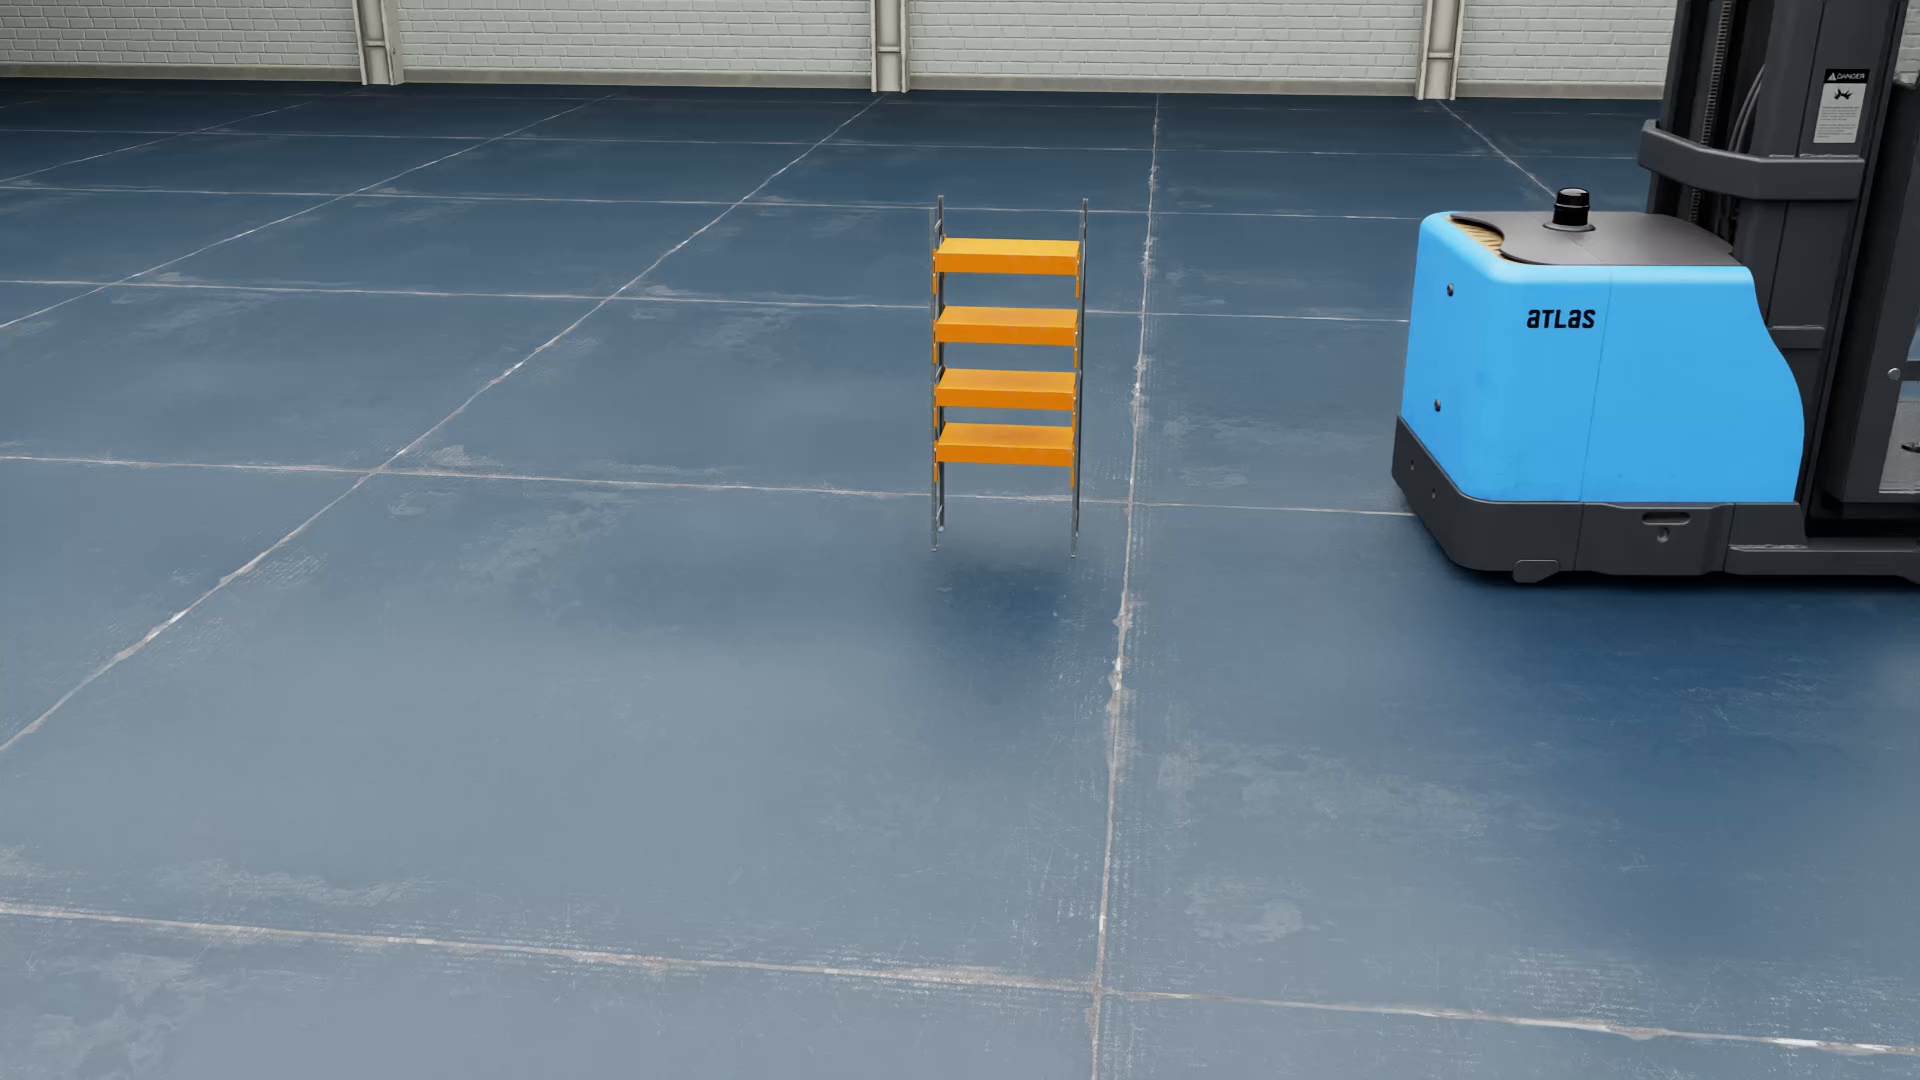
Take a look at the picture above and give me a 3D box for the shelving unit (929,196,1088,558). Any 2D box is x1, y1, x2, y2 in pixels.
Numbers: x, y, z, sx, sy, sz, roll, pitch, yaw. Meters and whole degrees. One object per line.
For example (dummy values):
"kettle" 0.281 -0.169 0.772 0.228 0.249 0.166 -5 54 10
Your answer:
"shelving unit" 0.164 -0.551 5.701 0.503 1.200 0.258 2 22 6

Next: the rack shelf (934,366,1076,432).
"rack shelf" 0.164 -0.488 5.726 0.480 0.148 0.258 2 22 6

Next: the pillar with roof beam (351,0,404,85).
"pillar with roof beam" -7.247 -7.956 13.825 0.400 9.000 9.100 2 22 6

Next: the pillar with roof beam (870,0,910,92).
"pillar with roof beam" -1.288 -7.697 13.169 0.400 9.000 9.100 2 22 6

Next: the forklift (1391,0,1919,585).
"forklift" 3.163 -1.382 5.448 3.031 2.935 1.130 0 22 0

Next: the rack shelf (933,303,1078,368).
"rack shelf" 0.164 -0.696 5.644 0.480 0.148 0.258 2 22 6

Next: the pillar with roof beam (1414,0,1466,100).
"pillar with roof beam" 4.670 -7.437 12.512 0.400 9.000 9.100 2 22 6

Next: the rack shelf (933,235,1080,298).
"rack shelf" 0.164 -0.916 5.557 0.480 0.148 0.258 2 22 6

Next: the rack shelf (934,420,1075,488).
"rack shelf" 0.164 -0.304 5.799 0.480 0.148 0.258 2 22 6

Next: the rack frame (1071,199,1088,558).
"rack frame" 0.407 -0.540 5.674 0.015 1.200 0.240 2 22 6

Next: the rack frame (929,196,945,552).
"rack frame" -0.078 -0.561 5.728 0.015 1.200 0.240 2 22 6
